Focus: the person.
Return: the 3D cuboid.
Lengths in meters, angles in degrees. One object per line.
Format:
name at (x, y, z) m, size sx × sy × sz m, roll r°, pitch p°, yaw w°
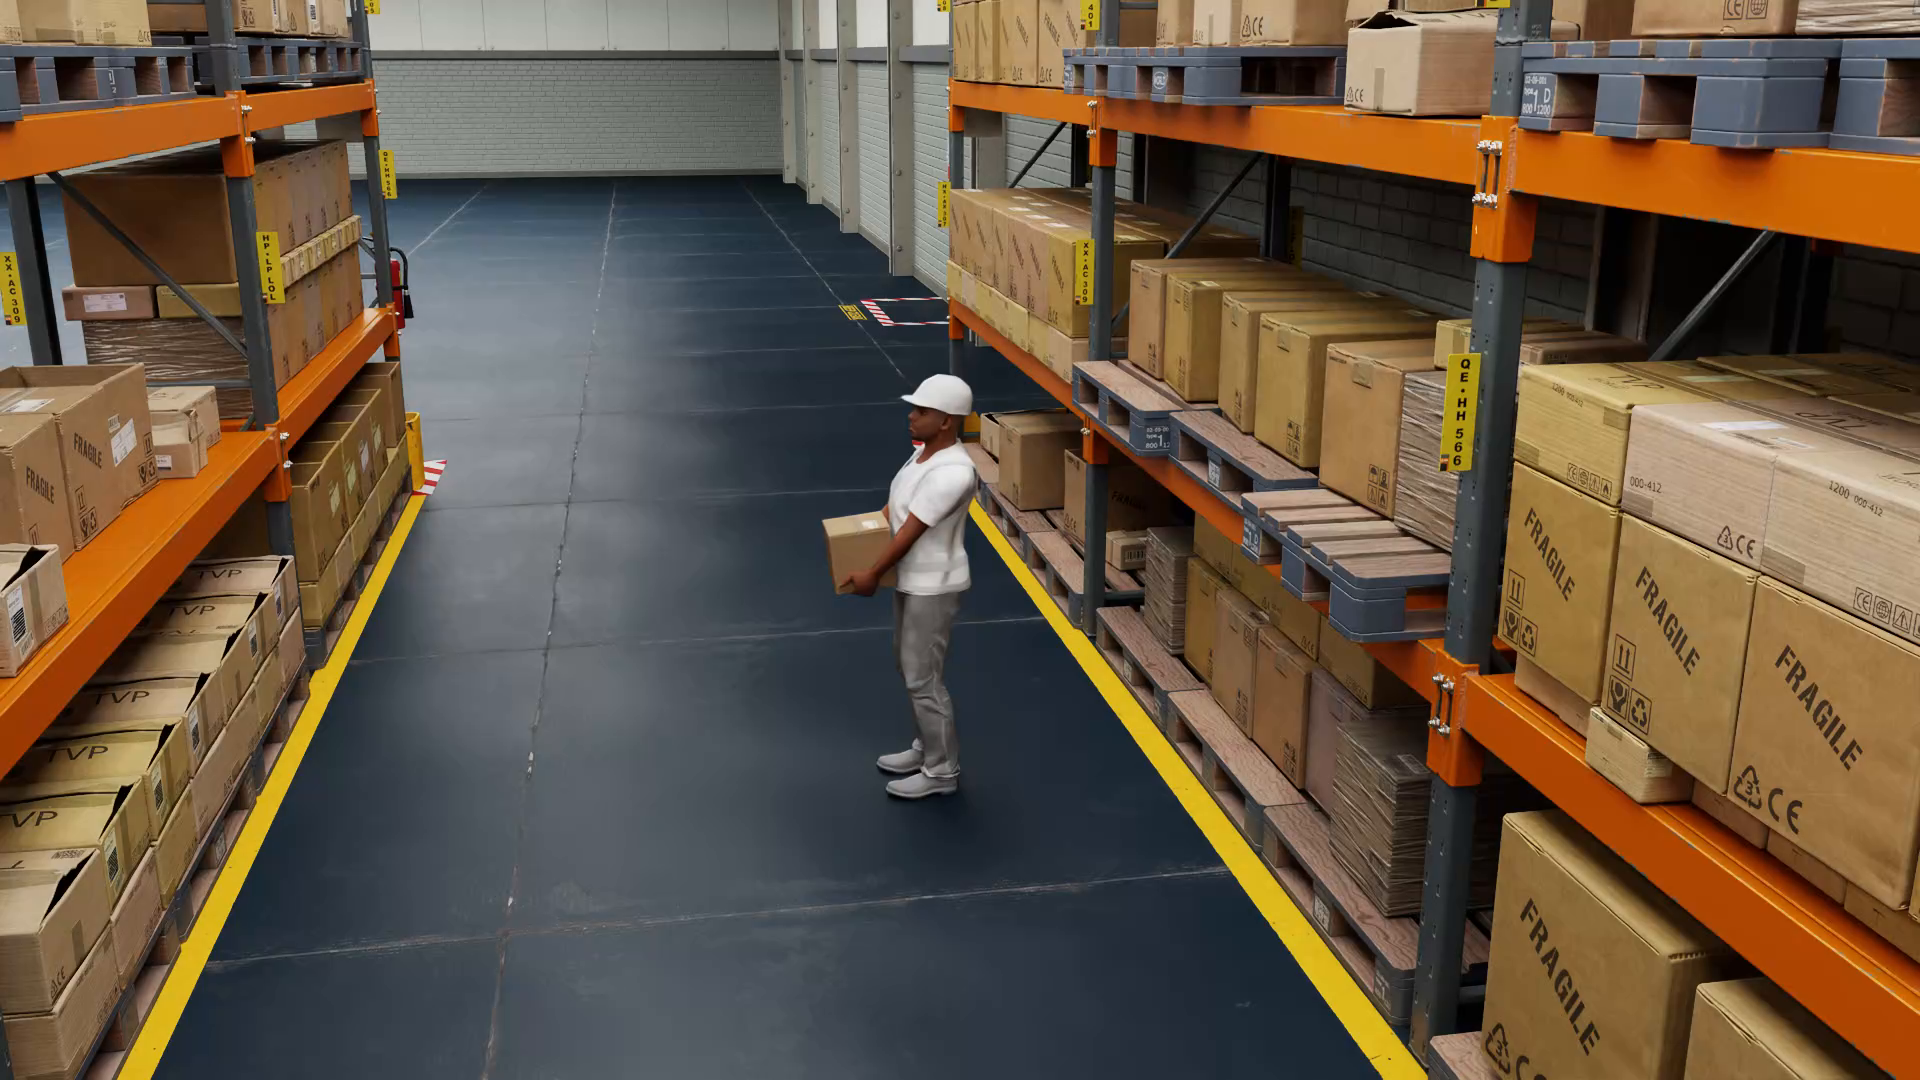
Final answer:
person at (-0.224, 0.193, 6.844) m, size 0.577 × 1.758 × 0.503 m, roll -3°, pitch 17°, yaw -10°
